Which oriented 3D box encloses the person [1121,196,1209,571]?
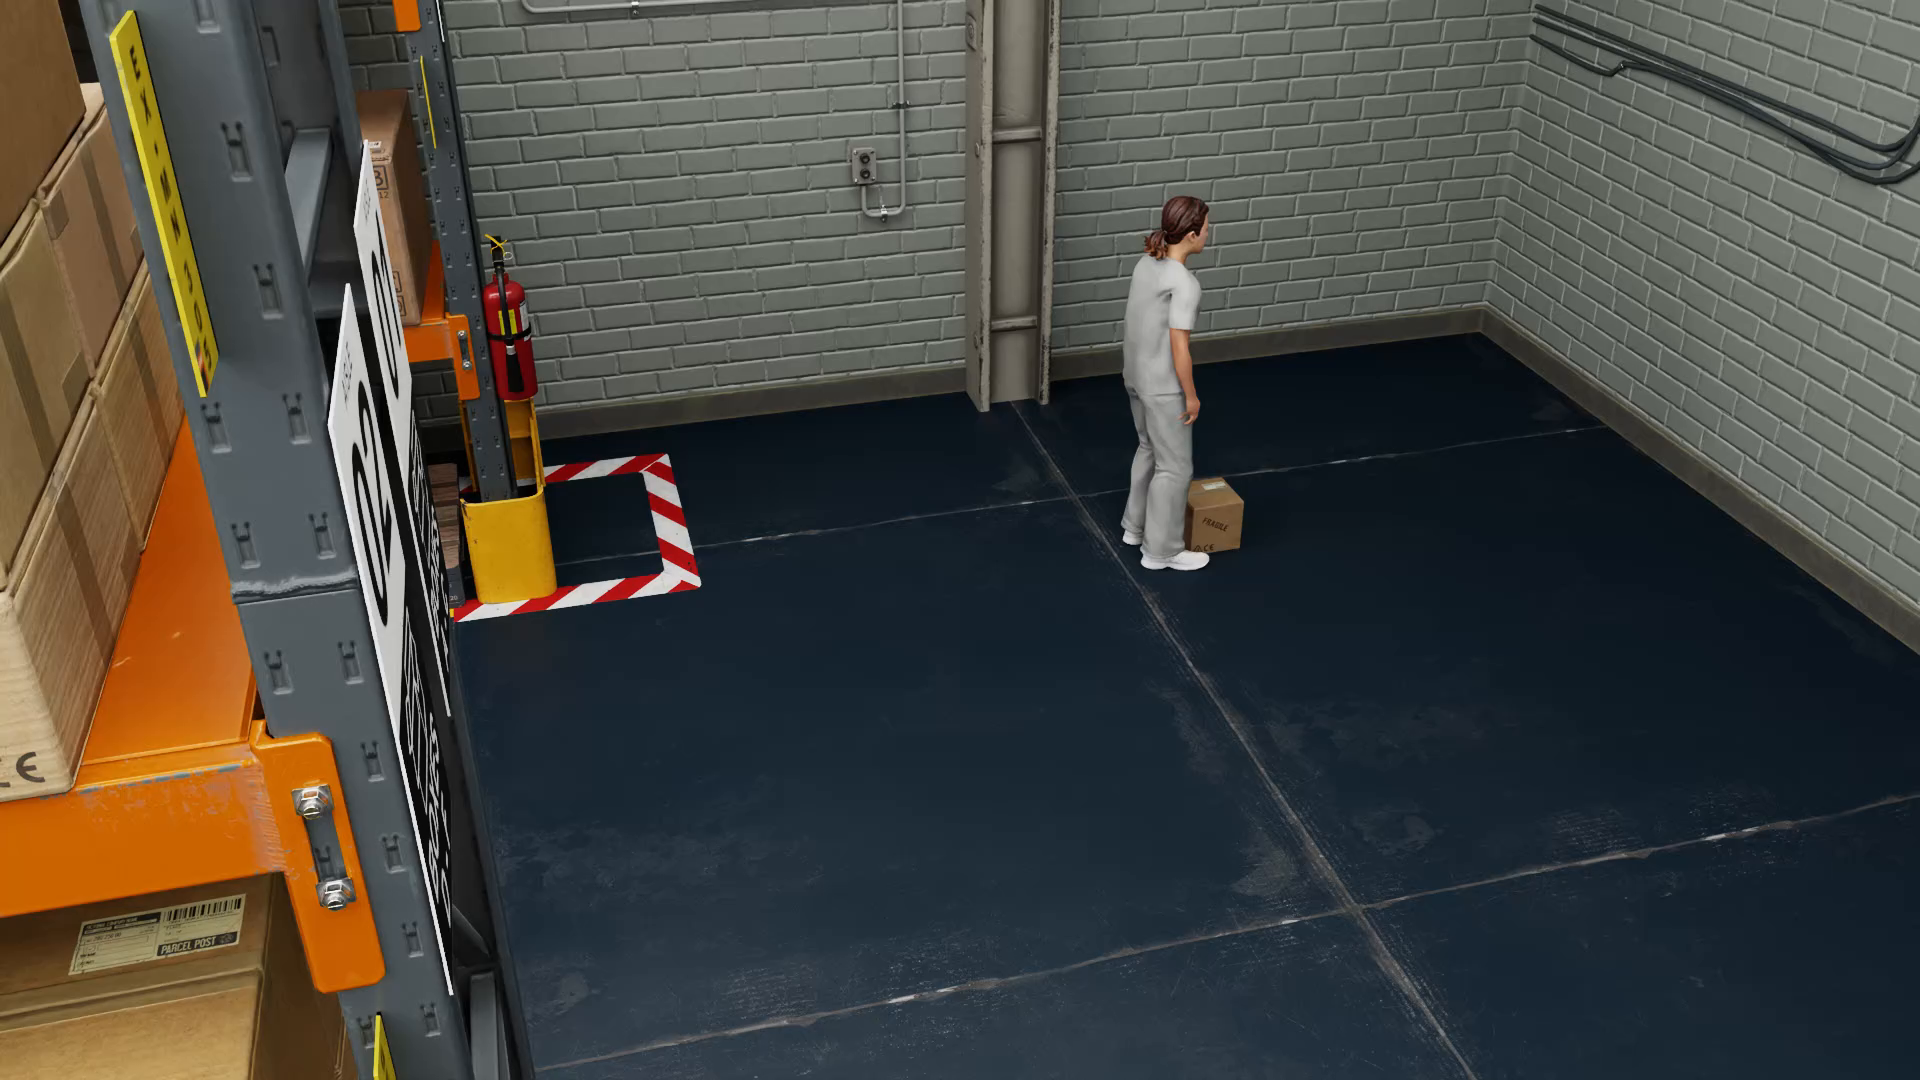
[{"bbox_3d":[0.907,-0.687,7.306,0.364,1.671,0.513,-10,32,-16],"label":"person"}]
